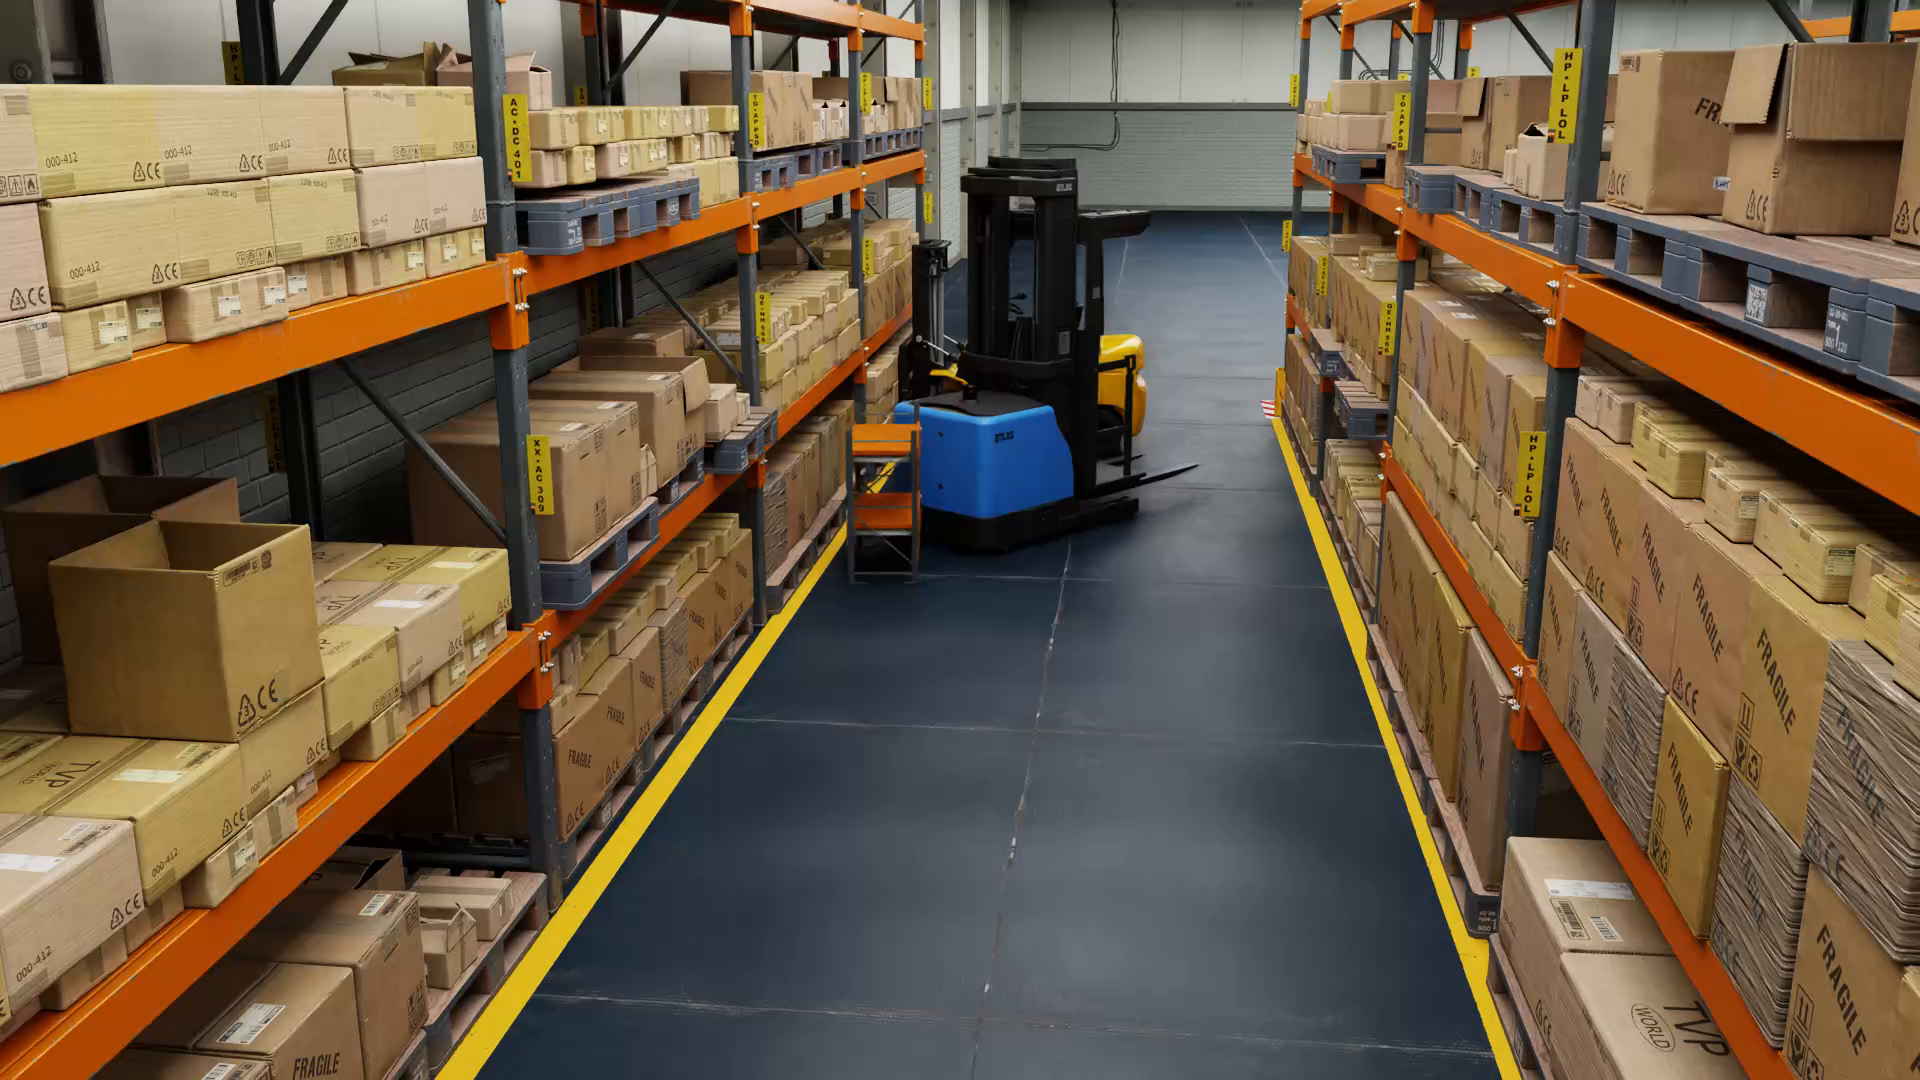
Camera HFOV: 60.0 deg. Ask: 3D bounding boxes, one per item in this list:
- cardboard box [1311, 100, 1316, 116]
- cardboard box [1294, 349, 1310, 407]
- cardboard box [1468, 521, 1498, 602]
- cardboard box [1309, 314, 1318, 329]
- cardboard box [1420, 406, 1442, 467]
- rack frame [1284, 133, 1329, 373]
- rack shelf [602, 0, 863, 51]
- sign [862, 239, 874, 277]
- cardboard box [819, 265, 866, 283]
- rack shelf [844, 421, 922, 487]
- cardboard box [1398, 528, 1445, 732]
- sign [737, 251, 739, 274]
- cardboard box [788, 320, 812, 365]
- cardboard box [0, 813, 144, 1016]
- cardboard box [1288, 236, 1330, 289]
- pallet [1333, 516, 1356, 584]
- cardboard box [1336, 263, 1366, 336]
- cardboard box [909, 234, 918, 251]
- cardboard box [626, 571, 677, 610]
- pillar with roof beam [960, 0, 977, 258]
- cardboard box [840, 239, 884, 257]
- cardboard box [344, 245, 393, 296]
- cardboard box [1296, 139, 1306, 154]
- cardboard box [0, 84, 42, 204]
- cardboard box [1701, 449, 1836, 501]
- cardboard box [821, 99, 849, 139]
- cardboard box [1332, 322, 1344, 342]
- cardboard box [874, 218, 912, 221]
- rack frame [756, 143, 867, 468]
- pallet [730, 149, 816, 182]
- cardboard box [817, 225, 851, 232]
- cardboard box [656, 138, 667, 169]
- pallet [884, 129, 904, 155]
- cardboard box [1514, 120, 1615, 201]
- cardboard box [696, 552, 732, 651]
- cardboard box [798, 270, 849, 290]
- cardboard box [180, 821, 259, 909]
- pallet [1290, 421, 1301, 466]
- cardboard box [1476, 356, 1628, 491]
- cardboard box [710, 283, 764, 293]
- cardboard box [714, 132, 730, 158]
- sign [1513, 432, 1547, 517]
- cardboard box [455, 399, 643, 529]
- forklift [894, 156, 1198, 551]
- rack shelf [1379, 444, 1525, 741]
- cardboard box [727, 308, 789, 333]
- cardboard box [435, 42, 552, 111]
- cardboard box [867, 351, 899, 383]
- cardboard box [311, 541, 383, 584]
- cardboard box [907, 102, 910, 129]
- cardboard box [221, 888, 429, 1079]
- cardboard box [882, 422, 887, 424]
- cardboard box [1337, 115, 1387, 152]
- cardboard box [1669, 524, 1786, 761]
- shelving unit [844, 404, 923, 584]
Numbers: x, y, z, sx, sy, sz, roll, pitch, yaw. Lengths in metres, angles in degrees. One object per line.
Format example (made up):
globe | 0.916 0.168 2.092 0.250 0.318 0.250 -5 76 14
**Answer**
cardboard box | 3.554 -4.127 15.884 0.380 0.149 0.250 2 15 8
cardboard box | 3.557 -1.590 16.322 0.500 0.500 0.500 2 15 7
cardboard box | 2.549 0.103 7.320 0.500 0.250 0.500 1 15 5
cardboard box | 3.438 -2.023 15.377 0.380 0.149 0.250 1 15 5
cardboard box | 2.711 -0.532 8.714 0.500 0.250 0.500 2 15 6
rack frame | 4.045 -2.825 17.865 1.000 3.000 0.127 2 15 6
rack shelf | -1.565 -3.770 12.010 1.077 0.370 4.000 2 15 6
sign | -0.799 -2.441 14.375 0.100 0.325 0.005 2 15 6
cardboard box | -1.042 -2.370 14.745 0.380 0.149 0.250 1 15 5
rack shelf | -0.556 -0.644 12.266 0.538 0.278 1.000 0 15 0
cardboard box | 2.877 0.480 8.905 0.875 0.875 0.875 2 15 7
sign | -1.891 -2.405 14.501 0.100 0.325 0.005 2 15 6
cardboard box | -1.363 -1.438 12.062 0.500 0.250 0.500 1 15 5
cardboard box | -2.318 0.867 3.925 0.500 0.250 0.500 2 15 7
cardboard box | 3.715 -2.903 17.389 0.500 0.500 0.500 1 15 5
pallet | 3.372 0.077 12.472 1.003 0.211 1.213 2 15 6
cardboard box | 3.130 -1.812 12.550 0.500 0.500 0.500 2 15 6
cardboard box | -0.648 -3.167 17.693 0.380 0.149 0.250 2 15 7
cardboard box | -1.772 0.274 9.145 0.380 0.149 0.250 1 15 4
pillar with roof beam | 4.447 -10.254 33.845 9.100 9.000 0.400 2 15 6
cardboard box | -0.918 -2.713 15.444 0.380 0.149 0.250 2 15 8
cardboard box | -2.091 -0.887 5.430 0.380 0.149 0.250 2 15 6
cardboard box | 3.684 -4.076 17.223 0.380 0.149 0.250 2 15 6
cardboard box | -2.318 -0.821 3.463 0.500 0.250 0.500 2 15 6
cardboard box | 2.303 -0.150 4.621 0.380 0.149 0.250 2 15 6
cardboard box | -1.179 -3.394 13.397 0.500 0.311 0.500 1 15 4
cardboard box | 3.180 -1.671 13.272 0.380 0.149 0.250 2 15 7
cardboard box | -0.719 -3.377 17.899 0.380 0.149 0.250 2 15 6
rack frame | -1.339 -1.933 14.565 1.000 3.000 0.127 2 15 6
pallet | -1.680 -2.721 12.095 1.003 0.211 1.213 2 15 9
cardboard box | -1.264 -3.126 16.973 0.380 0.149 0.250 2 15 8
cardboard box | -1.665 -1.901 8.186 0.380 0.149 0.250 2 15 8
pallet | -1.129 -3.876 16.173 1.003 0.211 1.213 2 15 6
cardboard box | 2.581 -1.556 6.788 0.500 0.311 0.500 2 15 6
cardboard box | -1.692 0.354 10.092 0.500 0.500 0.500 1 15 5
cardboard box | -1.157 -2.200 14.116 0.380 0.149 0.250 2 15 8
cardboard box | -2.189 0.890 4.604 0.380 0.149 0.250 1 15 5
pallet | 3.769 -0.934 16.214 1.003 0.211 1.213 2 15 6
cardboard box | 2.542 -0.502 7.164 0.500 0.500 0.500 2 15 7
cardboard box | -1.765 -1.946 13.179 0.380 0.149 0.250 2 15 6
cardboard box | -1.591 -2.365 9.938 0.380 0.149 0.250 2 15 7
sign | 2.150 -0.247 6.264 0.100 0.325 0.005 2 15 6
cardboard box | -1.907 -0.363 7.760 0.700 0.500 0.500 2 15 7
forklift | 0.842 -1.644 13.625 1.130 2.935 3.031 14 20 41
rack shelf | 2.916 0.115 8.367 1.077 0.370 4.000 2 15 6
cardboard box | -1.413 -1.536 11.662 0.380 0.149 0.250 2 15 7
cardboard box | -1.861 -1.848 6.623 0.396 0.266 0.258 2 15 6
cardboard box | -0.860 -1.669 16.136 0.500 0.250 0.500 2 15 8
cardboard box | -2.566 0.191 6.427 0.500 0.250 0.500 2 15 6
cardboard box | -0.708 -4.315 16.889 0.396 0.266 0.258 2 15 6
cardboard box | -2.278 1.537 5.714 0.700 0.500 0.500 1 15 4
cardboard box | -0.956 -0.924 15.297 0.500 0.250 0.500 2 15 7
cardboard box | 3.038 -2.964 12.113 0.500 0.250 0.500 2 15 6
cardboard box | 2.204 0.266 4.323 0.500 0.500 0.500 2 15 6
shelving unit | -0.556 -0.361 12.342 0.538 1.125 1.048 0 15 0
